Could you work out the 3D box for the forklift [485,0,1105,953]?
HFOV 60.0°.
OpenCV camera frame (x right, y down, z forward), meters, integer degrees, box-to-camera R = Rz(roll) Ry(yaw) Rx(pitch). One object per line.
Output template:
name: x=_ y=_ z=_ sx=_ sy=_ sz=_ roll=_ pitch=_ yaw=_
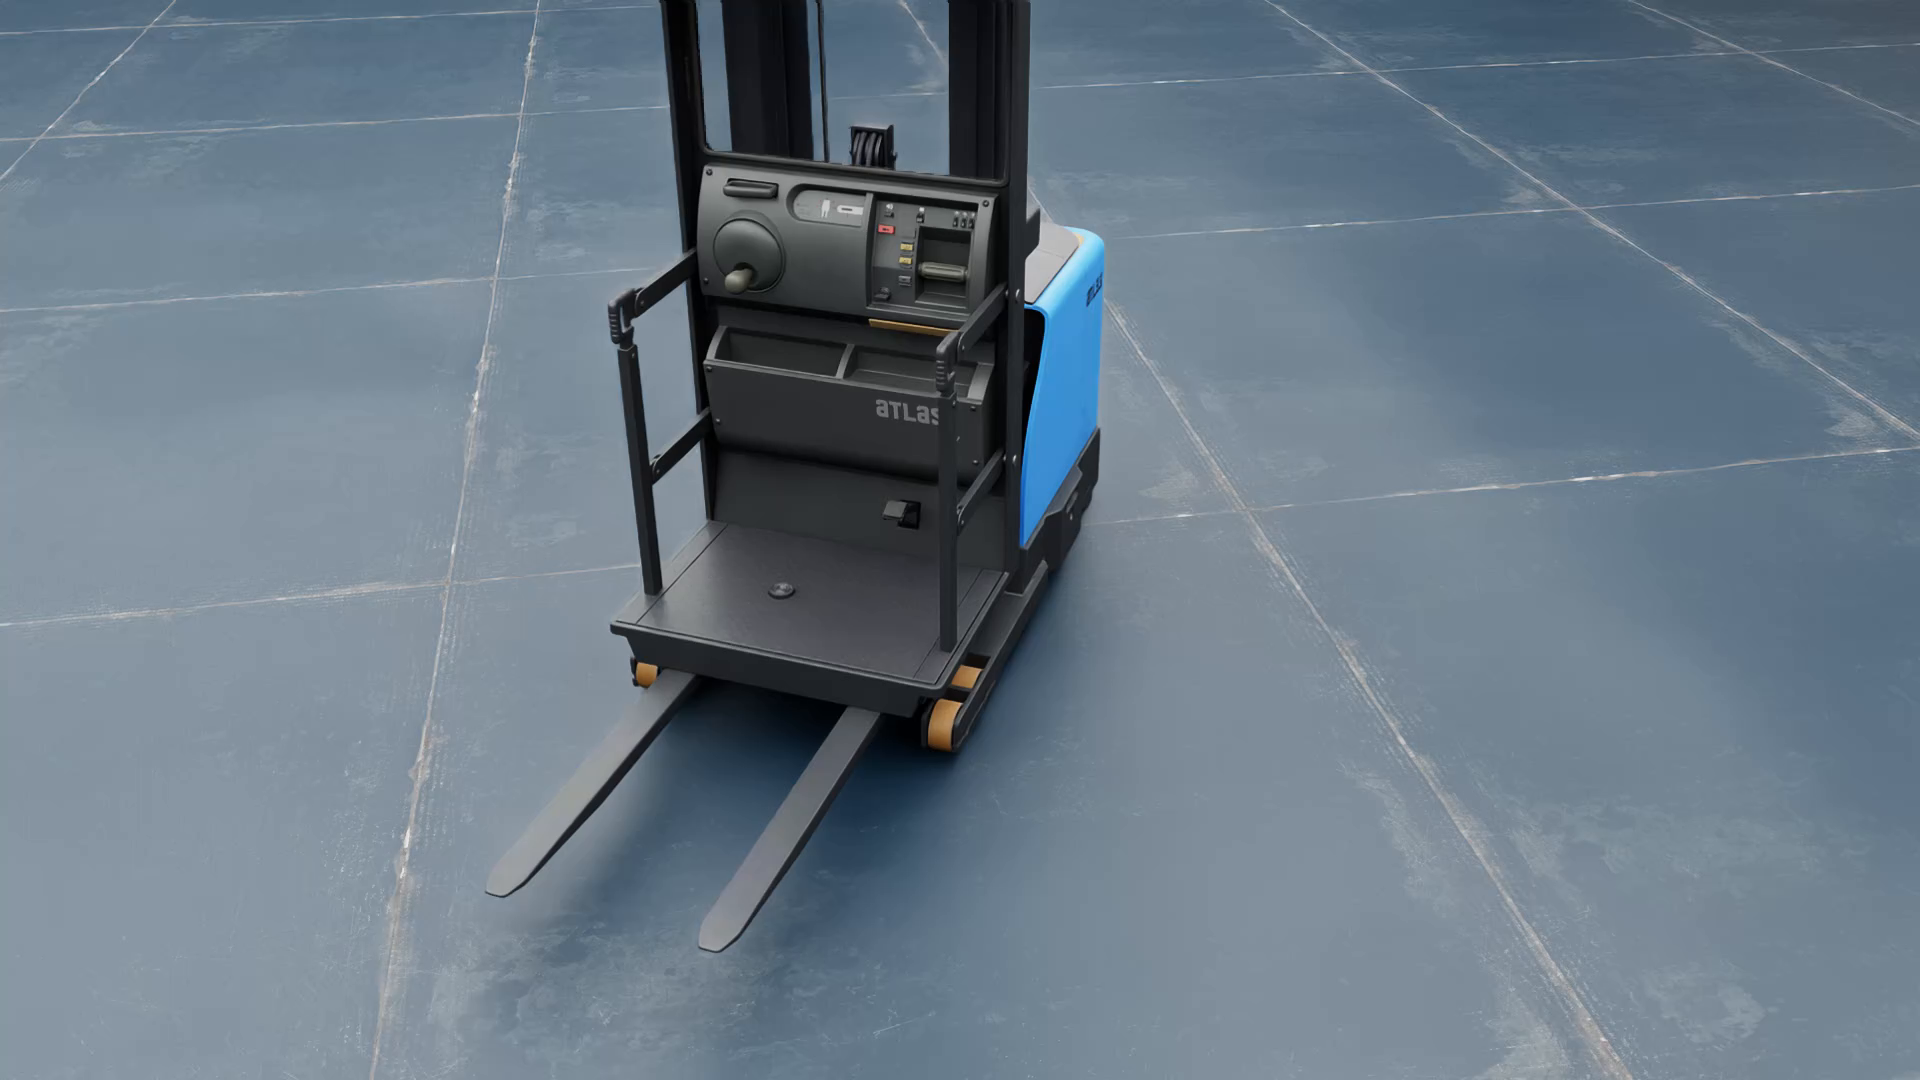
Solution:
forklift: x=-0.417 y=-0.839 z=4.785 sx=1.130 sy=2.935 sz=3.031 roll=10 pitch=32 yaw=16
